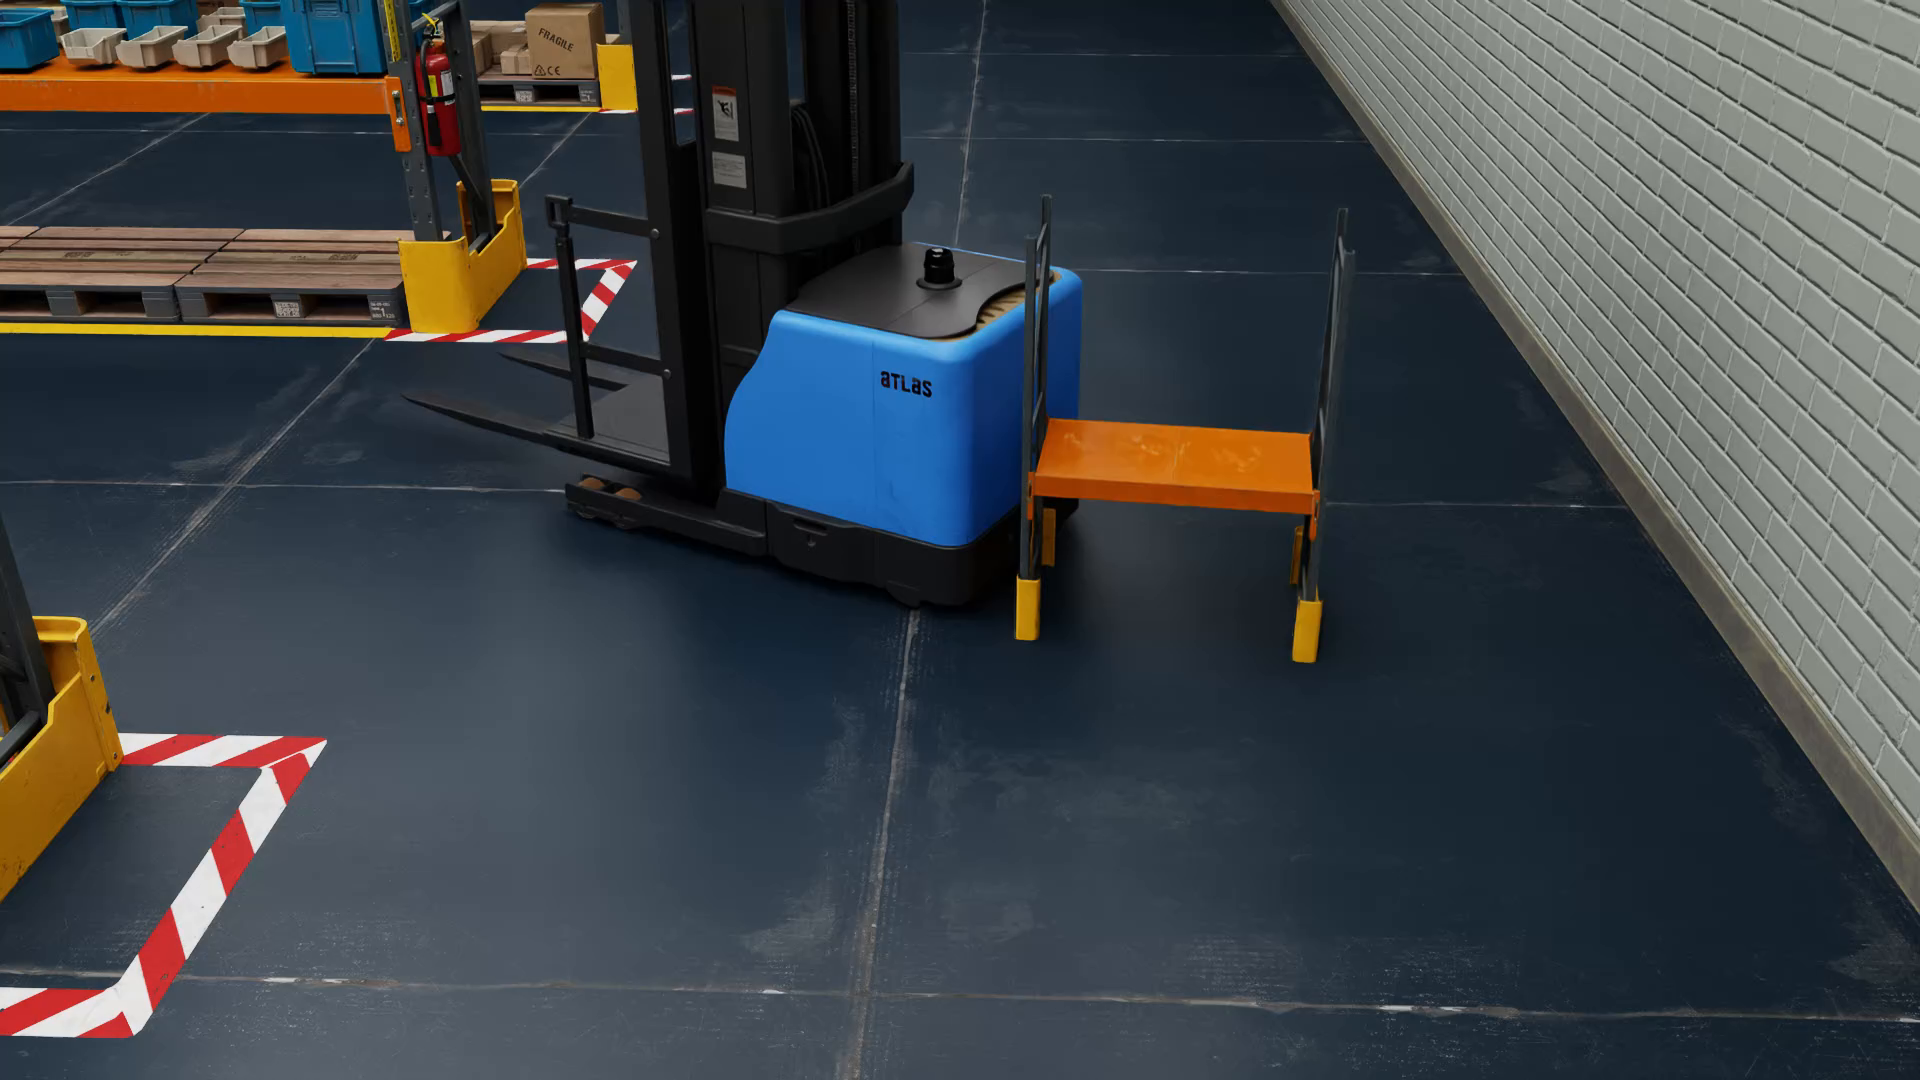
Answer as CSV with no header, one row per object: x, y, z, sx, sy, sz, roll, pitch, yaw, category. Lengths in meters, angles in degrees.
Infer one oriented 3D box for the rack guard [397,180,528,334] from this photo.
-2.735,-1.588,9.212,0.348,0.500,1.175,1,28,2,rack guard

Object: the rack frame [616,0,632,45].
-2.581,-5.006,12.990,0.127,3.000,1.000,1,28,2,rack frame

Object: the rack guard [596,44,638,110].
-2.657,-3.902,13.578,0.348,0.500,1.175,1,28,2,rack guard

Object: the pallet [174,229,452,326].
-3.582,-1.487,9.329,1.213,0.211,1.003,1,28,2,pallet

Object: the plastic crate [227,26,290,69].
-3.581,-2.526,8.529,0.243,0.136,0.396,1,28,2,plastic crate

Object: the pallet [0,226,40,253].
-6.021,-1.527,9.405,1.213,0.211,1.003,1,28,2,pallet

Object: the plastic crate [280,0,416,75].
-3.101,-2.647,8.439,0.499,0.435,0.616,1,28,2,plastic crate

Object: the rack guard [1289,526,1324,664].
1.271,0.193,6.119,0.087,0.250,0.587,4,28,8,rack guard

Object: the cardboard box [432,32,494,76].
-4.081,-3.908,13.386,0.500,0.250,0.500,1,28,2,cardboard box

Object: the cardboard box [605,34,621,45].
-2.987,-4.108,13.871,0.250,0.149,0.380,1,28,2,cardboard box

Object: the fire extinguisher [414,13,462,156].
-2.625,-2.273,8.316,0.183,0.674,0.296,1,28,2,fire extinguisher

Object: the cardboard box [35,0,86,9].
-7.082,-4.036,13.359,0.500,0.500,0.500,1,28,2,cardboard box

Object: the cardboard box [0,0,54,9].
-7.575,-4.048,13.382,0.500,0.500,0.500,1,28,2,cardboard box

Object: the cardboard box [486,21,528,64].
-3.614,-4.135,13.814,0.500,0.250,0.500,1,28,2,cardboard box

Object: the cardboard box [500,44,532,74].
-3.534,-3.891,13.442,0.250,0.166,0.380,1,28,2,cardboard box

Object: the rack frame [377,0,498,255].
-2.759,-2.687,8.616,0.127,3.000,1.000,1,28,2,rack frame

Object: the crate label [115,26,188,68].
-4.149,-2.530,8.538,0.243,0.136,0.396,1,28,2,crate label

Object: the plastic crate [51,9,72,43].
-5.006,-2.775,9.000,0.466,0.136,0.293,1,28,2,plastic crate

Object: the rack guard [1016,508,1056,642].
0.287,0.122,6.254,0.087,0.250,0.587,4,28,8,rack guard

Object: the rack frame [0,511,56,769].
-2.934,-0.369,4.243,0.127,3.000,1.000,1,28,2,rack frame

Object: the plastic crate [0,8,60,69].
-4.821,-2.553,8.479,0.300,0.233,0.416,1,28,2,plastic crate

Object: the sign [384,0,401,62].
-2.763,-2.501,8.092,0.005,0.325,0.100,1,28,2,sign

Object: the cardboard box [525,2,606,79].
-3.133,-3.989,13.272,0.500,0.500,0.500,1,28,2,cardboard box

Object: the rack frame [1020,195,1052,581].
0.268,-0.432,5.963,0.032,1.500,0.500,4,28,8,rack frame

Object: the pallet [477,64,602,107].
-3.454,-3.787,13.669,1.213,0.211,1.003,1,28,2,pallet

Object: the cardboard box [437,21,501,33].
-4.114,-4.143,13.829,0.500,0.250,0.500,1,28,2,cardboard box

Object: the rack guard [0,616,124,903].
-2.910,0.736,4.828,0.348,0.500,1.175,1,28,2,rack guard

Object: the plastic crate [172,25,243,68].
-3.870,-2.537,8.551,0.243,0.136,0.396,1,28,2,plastic crate

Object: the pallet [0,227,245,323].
-4.798,-1.508,9.370,1.213,0.211,1.003,1,28,2,pallet

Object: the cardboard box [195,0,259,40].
-5.999,-4.285,13.830,0.500,0.500,0.500,1,28,2,cardboard box

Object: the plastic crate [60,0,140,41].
-4.610,-2.824,8.990,0.300,0.233,0.416,1,28,2,plastic crate

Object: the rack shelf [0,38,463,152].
-4.758,-2.402,8.847,4.000,0.370,1.077,1,28,2,rack shelf

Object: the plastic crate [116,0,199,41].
-4.310,-2.820,8.981,0.300,0.233,0.416,1,28,2,plastic crate

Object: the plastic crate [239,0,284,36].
-3.652,-2.809,8.960,0.300,0.233,0.416,1,28,2,plastic crate

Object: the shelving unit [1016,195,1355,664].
0.779,-0.395,5.893,1.083,1.500,0.587,4,28,8,shelving unit

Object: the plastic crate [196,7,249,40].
-3.990,-2.810,9.067,0.298,0.136,0.250,1,28,2,plastic crate

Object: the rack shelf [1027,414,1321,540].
0.770,-0.237,5.979,1.000,0.185,0.538,4,28,8,rack shelf

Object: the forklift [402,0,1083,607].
-1.046,-1.536,6.518,3.031,2.935,1.130,15,31,26,forklift

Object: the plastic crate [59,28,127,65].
-4.446,-2.527,8.531,0.250,0.136,0.298,1,28,2,plastic crate

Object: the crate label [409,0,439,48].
-2.994,-2.798,8.940,0.303,0.233,0.416,1,28,2,crate label

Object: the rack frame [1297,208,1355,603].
1.273,-0.359,5.826,0.032,1.500,0.500,4,28,8,rack frame
